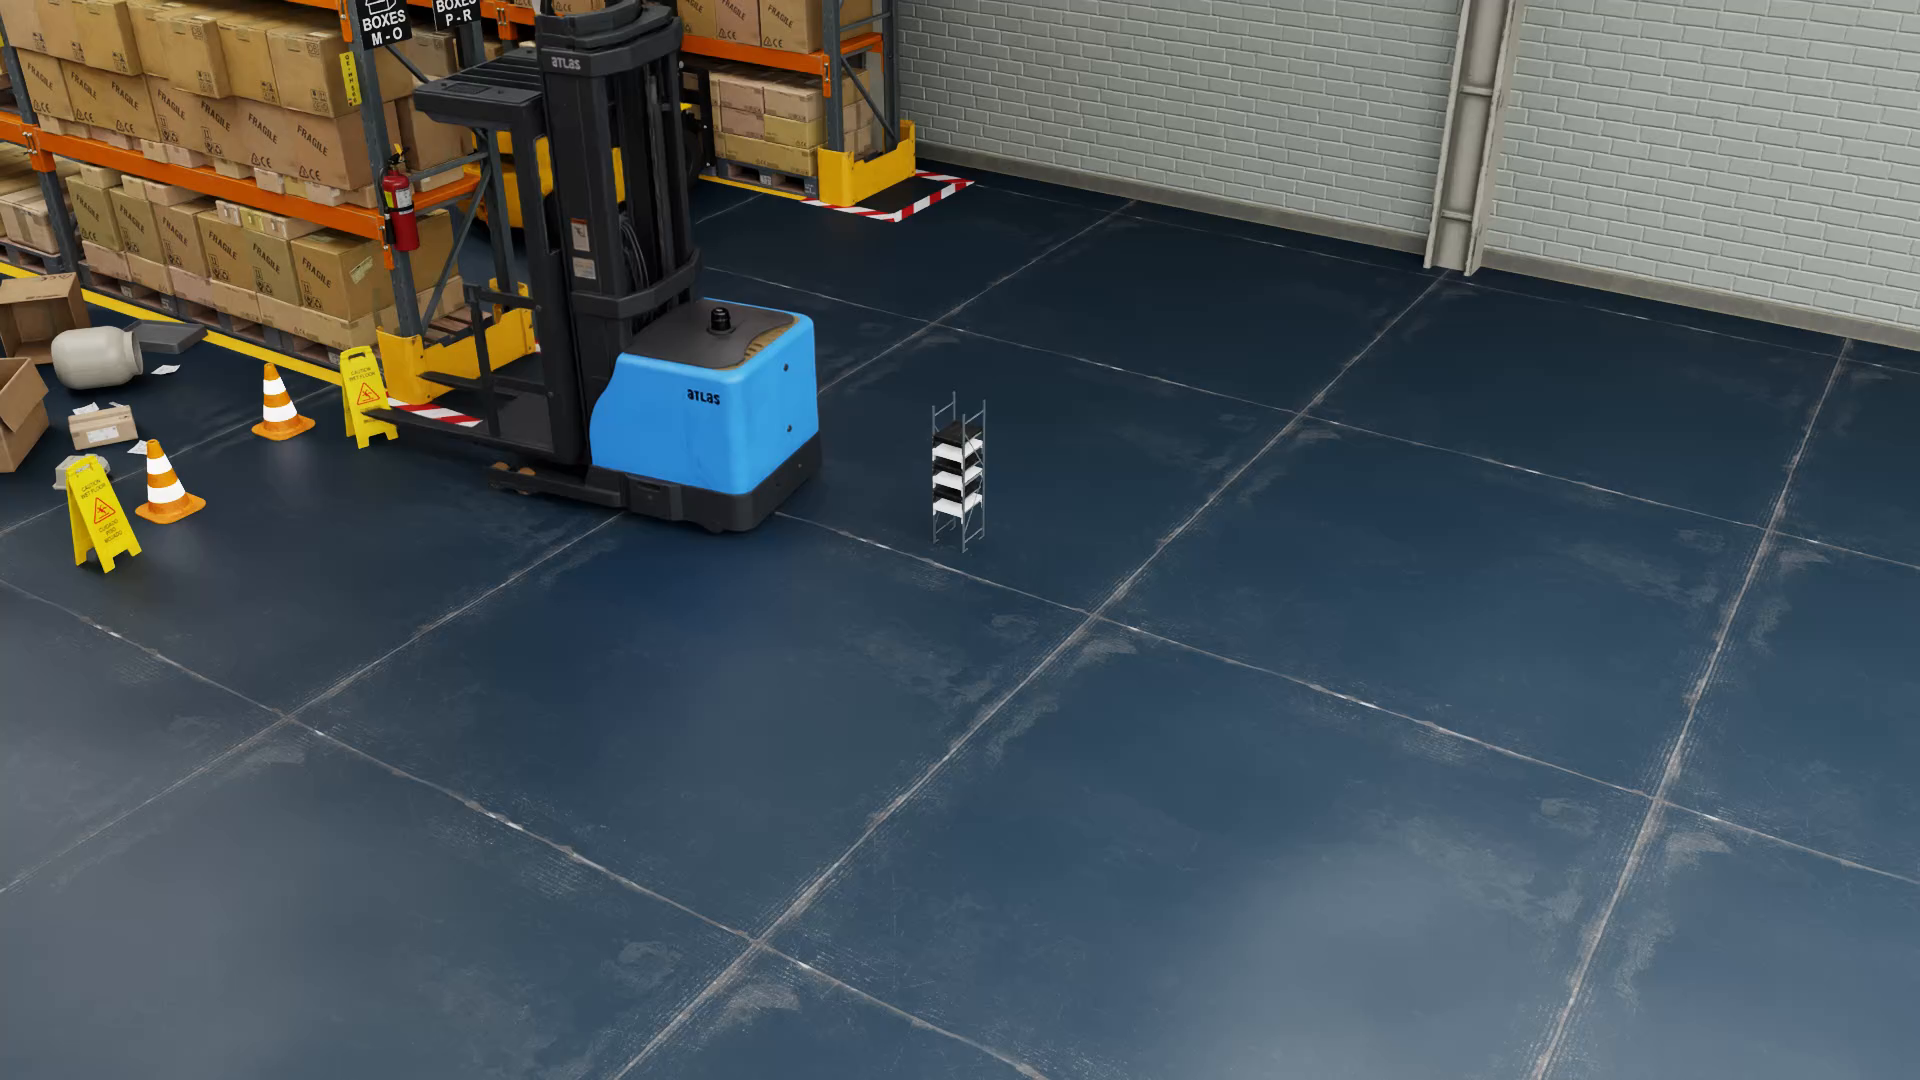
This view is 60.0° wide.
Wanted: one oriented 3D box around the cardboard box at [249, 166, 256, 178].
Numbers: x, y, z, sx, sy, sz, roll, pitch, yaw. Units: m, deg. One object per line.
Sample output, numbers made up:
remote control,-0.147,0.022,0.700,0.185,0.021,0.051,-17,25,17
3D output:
cardboard box,-4.800,-2.674,11.778,0.250,0.149,0.380,18,35,28

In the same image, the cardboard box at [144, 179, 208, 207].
cardboard box,-5.806,-2.620,12.360,0.250,0.149,0.380,20,36,30

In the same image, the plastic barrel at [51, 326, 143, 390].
plastic barrel,-6.068,-1.285,11.705,0.512,0.421,0.421,-9,32,-15

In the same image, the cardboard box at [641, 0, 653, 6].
cardboard box,-2.735,-5.083,15.559,0.500,0.500,0.500,18,35,28

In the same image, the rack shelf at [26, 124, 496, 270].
rack shelf,-5.208,-2.716,12.314,4.000,0.370,1.077,18,35,27

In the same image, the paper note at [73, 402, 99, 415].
paper note,-6.013,-0.898,11.443,0.148,0.019,0.142,-21,36,-32

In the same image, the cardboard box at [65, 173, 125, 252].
cardboard box,-6.546,-2.606,12.981,0.500,0.500,0.500,19,35,30

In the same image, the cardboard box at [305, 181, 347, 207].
cardboard box,-4.218,-2.411,11.328,0.250,0.149,0.380,17,34,27

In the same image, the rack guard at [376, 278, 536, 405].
rack guard,-3.579,-1.431,11.880,0.348,0.500,1.175,18,35,27

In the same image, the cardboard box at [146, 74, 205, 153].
cardboard box,-5.383,-3.106,11.874,0.500,0.500,0.500,18,35,28

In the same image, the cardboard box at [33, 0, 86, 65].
cardboard box,-6.224,-3.809,12.088,0.500,0.500,0.700,18,35,28

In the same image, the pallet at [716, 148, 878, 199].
pallet,-1.548,-3.593,15.871,1.213,0.211,1.003,18,35,27

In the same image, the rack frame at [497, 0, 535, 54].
rack frame,-4.266,-5.682,16.685,0.127,3.000,1.000,18,35,27

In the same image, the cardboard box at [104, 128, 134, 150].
cardboard box,-6.132,-3.048,12.419,0.250,0.149,0.380,19,35,29

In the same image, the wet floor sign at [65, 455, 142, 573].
wet floor sign,-4.983,-0.171,9.576,0.232,0.644,0.267,12,32,19

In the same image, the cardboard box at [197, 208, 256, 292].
cardboard box,-5.199,-2.188,12.264,0.500,0.500,0.500,17,34,26

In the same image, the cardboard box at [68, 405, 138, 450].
cardboard box,-5.698,-0.748,11.057,0.380,0.149,0.250,-15,33,-24

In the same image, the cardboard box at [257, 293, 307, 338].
cardboard box,-4.776,-1.728,12.220,0.500,0.250,0.500,18,35,28

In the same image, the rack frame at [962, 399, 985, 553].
rack frame,0.079,-0.364,9.653,0.006,0.900,0.240,18,35,27

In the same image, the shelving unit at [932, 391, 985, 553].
shelving unit,-0.007,-0.391,9.699,0.210,0.900,0.258,18,35,27

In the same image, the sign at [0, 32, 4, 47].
sign,-7.194,-3.824,12.352,0.005,0.325,0.100,18,35,27

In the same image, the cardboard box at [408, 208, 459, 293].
cardboard box,-4.071,-2.148,12.196,0.500,0.500,0.500,16,34,26

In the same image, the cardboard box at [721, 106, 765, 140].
cardboard box,-1.876,-3.956,15.542,0.500,0.250,0.500,17,34,27

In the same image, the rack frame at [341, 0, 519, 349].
rack frame,-3.514,-2.491,11.215,0.127,3.000,1.000,18,35,27

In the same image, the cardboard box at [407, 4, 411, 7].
cardboard box,-6.576,-5.564,18.423,0.625,0.625,0.875,19,35,29

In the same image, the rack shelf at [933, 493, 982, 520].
rack shelf,-0.007,-0.207,9.807,0.200,0.077,0.258,18,35,27

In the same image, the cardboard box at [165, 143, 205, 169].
cardboard box,-5.499,-2.830,12.046,0.250,0.149,0.380,17,34,27

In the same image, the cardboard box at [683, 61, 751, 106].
cardboard box,-2.303,-4.291,15.621,0.500,0.250,0.500,18,35,28

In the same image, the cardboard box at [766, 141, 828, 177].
cardboard box,-1.444,-3.595,15.420,0.500,0.250,0.500,18,35,28

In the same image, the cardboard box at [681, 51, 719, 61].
cardboard box,-2.458,-4.656,16.247,0.500,0.250,0.500,17,34,26

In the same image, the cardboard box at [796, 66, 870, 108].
cardboard box,-1.185,-4.245,15.542,0.500,0.250,0.500,17,34,27

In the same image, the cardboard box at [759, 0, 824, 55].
cardboard box,-1.435,-4.673,14.856,0.500,0.500,0.500,17,34,26

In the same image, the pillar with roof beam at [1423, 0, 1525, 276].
pillar with roof beam,1.804,-4.328,8.411,0.400,9.000,9.100,18,35,27

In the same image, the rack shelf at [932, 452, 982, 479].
rack shelf,-0.007,-0.440,9.671,0.200,0.077,0.258,18,35,27

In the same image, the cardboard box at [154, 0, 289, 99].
cardboard box,-4.974,-3.369,11.334,0.500,0.500,0.700,17,34,27

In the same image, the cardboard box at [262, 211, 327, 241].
cardboard box,-4.678,-2.261,11.746,0.250,0.149,0.380,19,35,29

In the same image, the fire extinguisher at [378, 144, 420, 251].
fire extinguisher,-3.662,-2.230,10.845,0.183,0.674,0.296,18,35,27

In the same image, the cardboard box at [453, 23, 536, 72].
cardboard box,-4.714,-4.972,17.409,0.625,0.625,0.875,19,35,29

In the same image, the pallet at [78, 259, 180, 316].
pallet,-6.314,-2.193,13.472,1.213,0.211,1.003,18,35,27

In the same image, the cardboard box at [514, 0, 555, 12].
cardboard box,-4.029,-5.495,16.265,0.500,0.500,0.500,17,34,26

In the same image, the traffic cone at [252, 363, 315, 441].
traffic cone,-4.564,-0.959,11.108,0.334,0.463,0.336,18,35,27

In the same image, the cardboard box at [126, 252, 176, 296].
cardboard box,-6.088,-2.144,12.933,0.500,0.250,0.500,20,36,30

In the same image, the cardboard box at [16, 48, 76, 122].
cardboard box,-6.678,-3.497,12.545,0.500,0.500,0.500,17,35,27

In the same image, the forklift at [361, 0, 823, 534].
forklift,-2.444,-1.779,10.063,3.031,2.935,1.130,12,32,20

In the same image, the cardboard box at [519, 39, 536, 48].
cardboard box,-4.023,-4.844,16.568,0.500,0.250,0.500,17,34,27

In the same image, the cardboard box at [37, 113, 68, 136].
cardboard box,-6.806,-3.232,12.736,0.250,0.149,0.380,17,34,27

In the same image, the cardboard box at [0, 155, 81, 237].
cardboard box,-7.958,-2.939,14.175,0.625,0.372,0.950,20,36,30

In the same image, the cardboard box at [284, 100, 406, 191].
cardboard box,-4.120,-2.690,11.162,0.500,0.500,0.500,17,34,26
